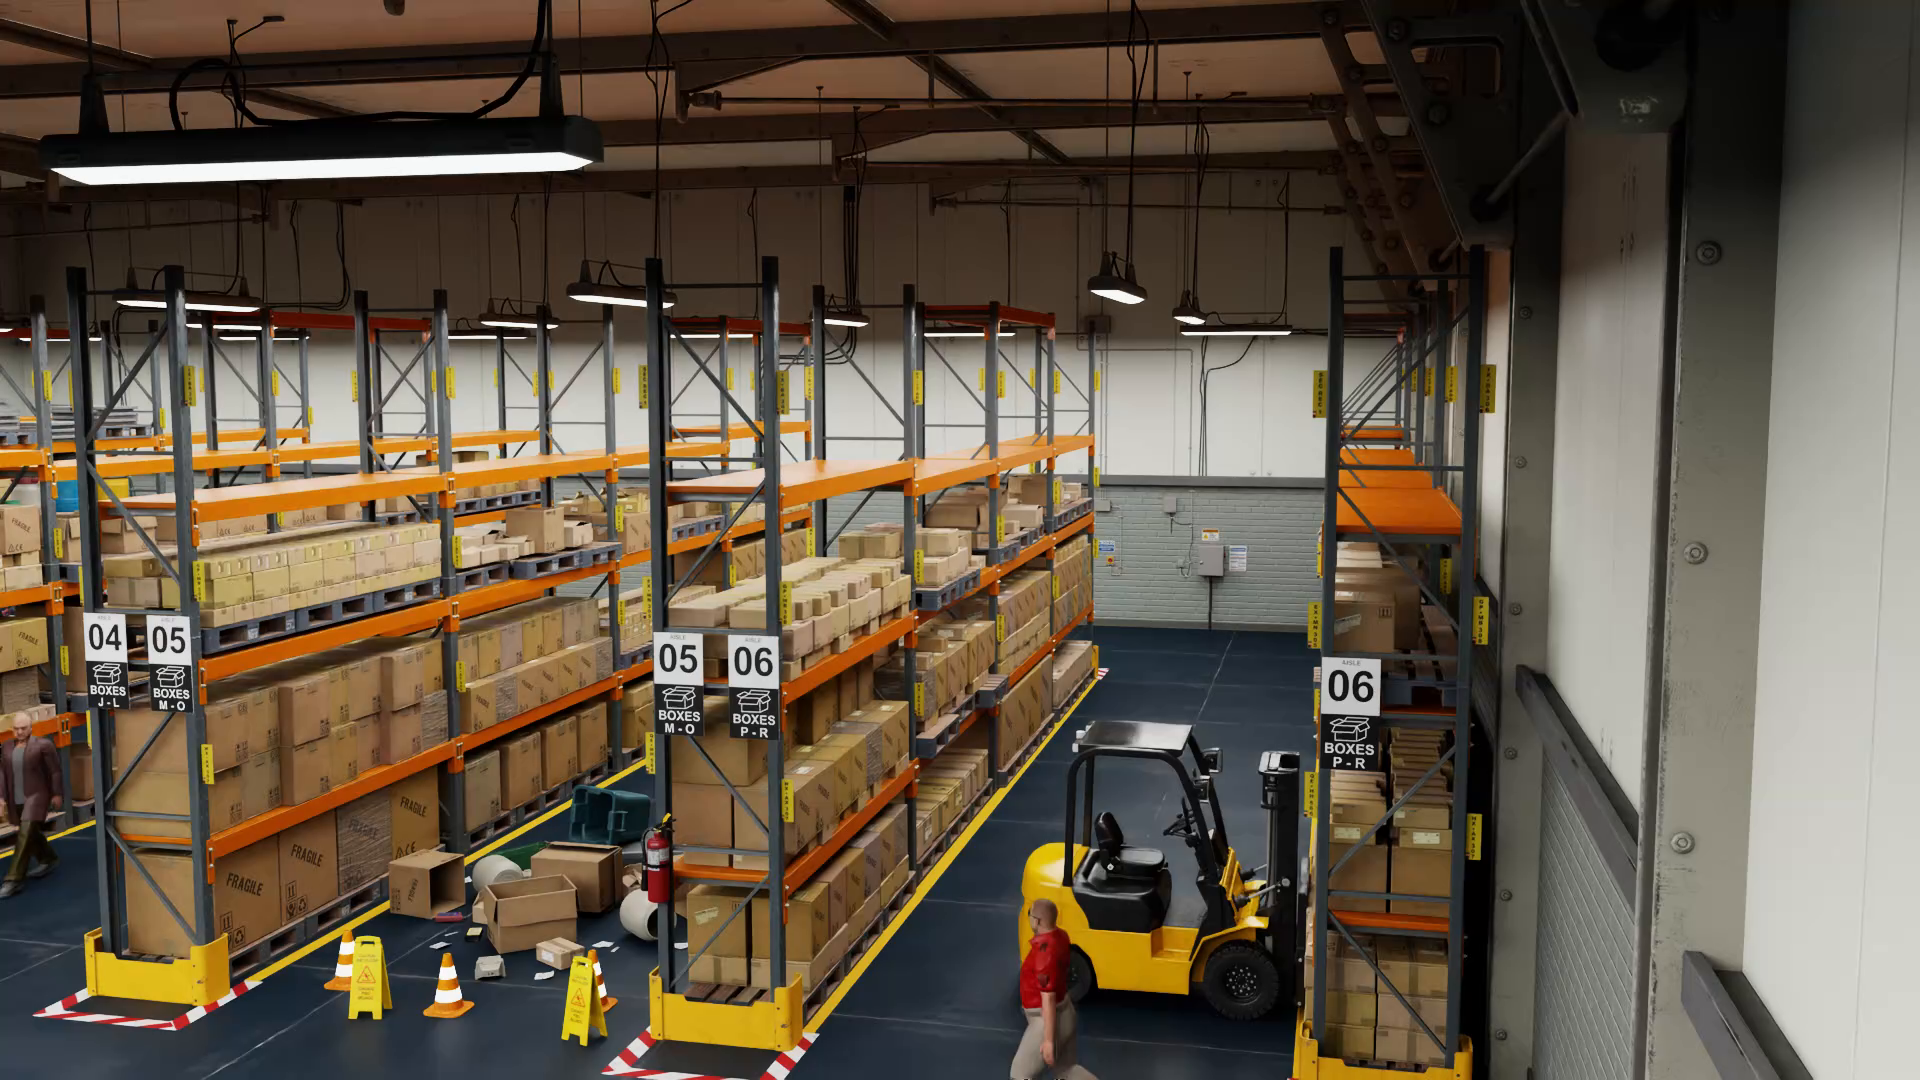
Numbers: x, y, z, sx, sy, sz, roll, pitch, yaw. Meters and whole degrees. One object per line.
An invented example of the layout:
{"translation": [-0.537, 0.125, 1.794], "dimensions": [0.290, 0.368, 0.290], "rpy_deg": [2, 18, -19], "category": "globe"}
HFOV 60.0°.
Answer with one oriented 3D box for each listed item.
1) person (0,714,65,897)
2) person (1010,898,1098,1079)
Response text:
{"translation": [-9.400, 2.607, 16.694], "dimensions": [0.562, 1.730, 1.037], "rpy_deg": [0, 6, 4], "category": "person"}
{"translation": [0.621, 3.201, 11.053], "dimensions": [0.943, 1.683, 0.577], "rpy_deg": [1, 6, 7], "category": "person"}
